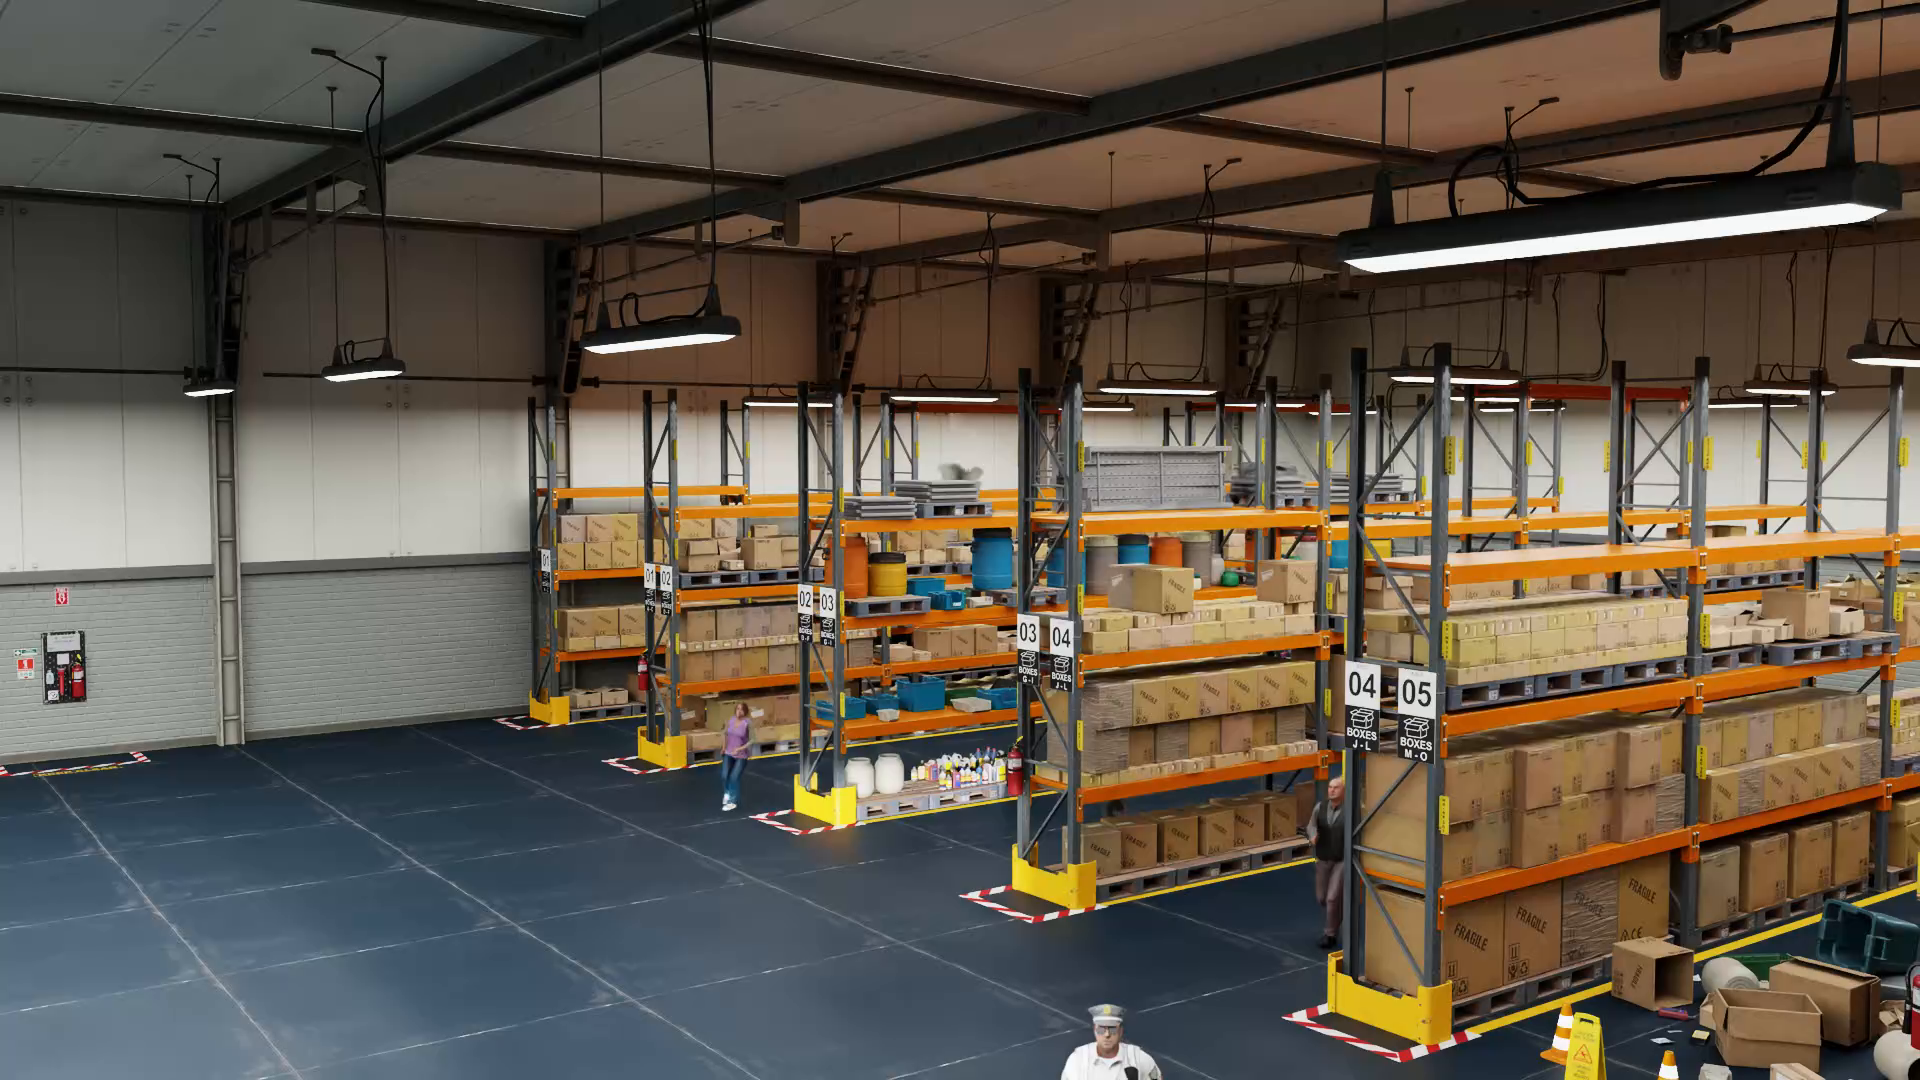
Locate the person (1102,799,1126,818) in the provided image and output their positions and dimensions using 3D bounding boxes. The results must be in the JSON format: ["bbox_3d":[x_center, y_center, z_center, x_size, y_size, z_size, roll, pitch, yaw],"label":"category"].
[{"bbox_3d":[2.019,3.033,22.153,0.533,1.686,0.881,3,4,39],"label":"person"}]

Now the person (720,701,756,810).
[{"bbox_3d":[-3.116,3.021,23.180,0.535,1.541,0.501,1,3,13],"label":"person"}]

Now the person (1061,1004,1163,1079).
[{"bbox_3d":[0.902,3.692,10.068,0.648,1.764,0.621,1,3,10],"label":"person"}]

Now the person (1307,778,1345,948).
[{"bbox_3d":[3.901,3.297,17.172,0.665,1.691,0.775,3,4,37],"label":"person"}]
